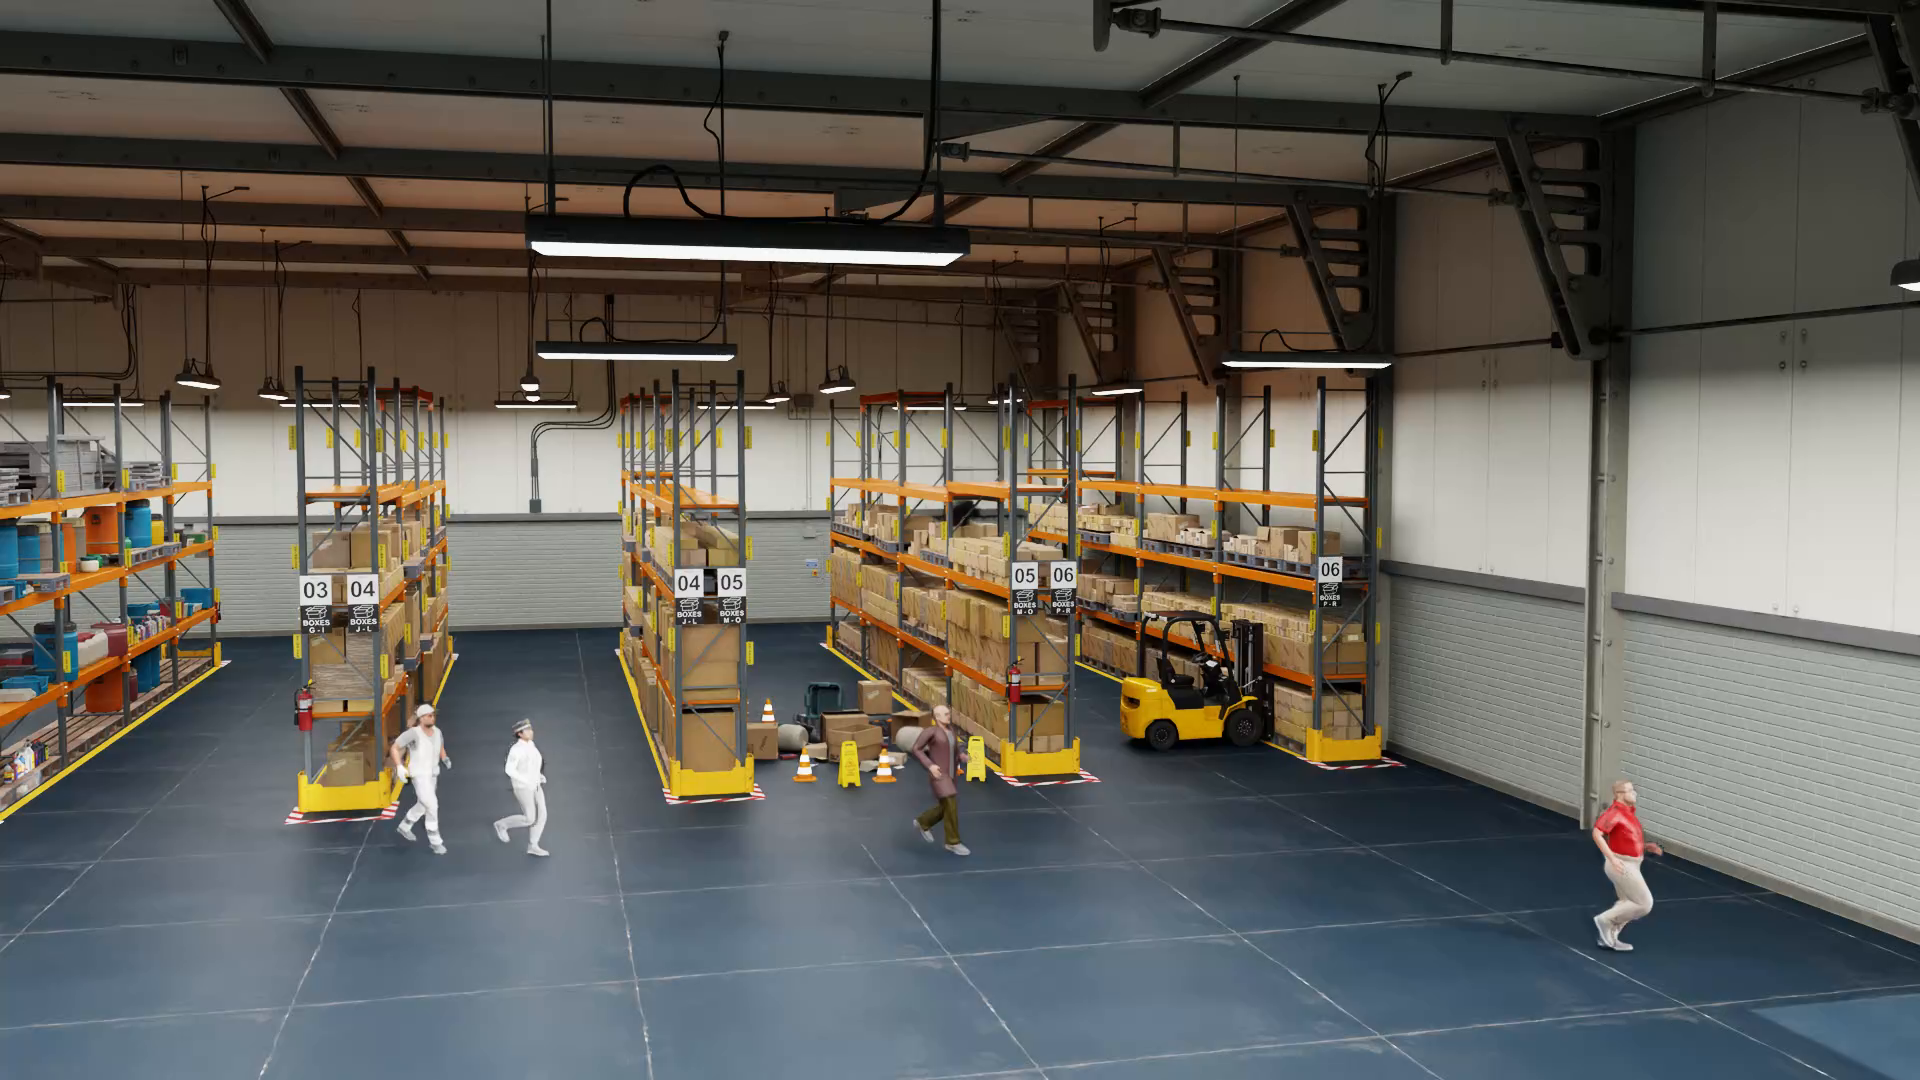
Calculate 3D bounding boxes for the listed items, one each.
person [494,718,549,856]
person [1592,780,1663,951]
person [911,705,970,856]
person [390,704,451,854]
[{"bbox_3d":[-5.287,2.980,20.126,0.677,1.668,0.619,1,4,15],"label":"person"},{"bbox_3d":[6.529,3.188,16.227,0.590,1.682,0.656,2,4,31],"label":"person"},{"bbox_3d":[-0.243,2.900,20.269,0.901,1.786,0.711,2,4,33],"label":"person"},{"bbox_3d":[-6.588,2.924,20.339,0.880,1.849,0.669,2,4,25],"label":"person"}]
